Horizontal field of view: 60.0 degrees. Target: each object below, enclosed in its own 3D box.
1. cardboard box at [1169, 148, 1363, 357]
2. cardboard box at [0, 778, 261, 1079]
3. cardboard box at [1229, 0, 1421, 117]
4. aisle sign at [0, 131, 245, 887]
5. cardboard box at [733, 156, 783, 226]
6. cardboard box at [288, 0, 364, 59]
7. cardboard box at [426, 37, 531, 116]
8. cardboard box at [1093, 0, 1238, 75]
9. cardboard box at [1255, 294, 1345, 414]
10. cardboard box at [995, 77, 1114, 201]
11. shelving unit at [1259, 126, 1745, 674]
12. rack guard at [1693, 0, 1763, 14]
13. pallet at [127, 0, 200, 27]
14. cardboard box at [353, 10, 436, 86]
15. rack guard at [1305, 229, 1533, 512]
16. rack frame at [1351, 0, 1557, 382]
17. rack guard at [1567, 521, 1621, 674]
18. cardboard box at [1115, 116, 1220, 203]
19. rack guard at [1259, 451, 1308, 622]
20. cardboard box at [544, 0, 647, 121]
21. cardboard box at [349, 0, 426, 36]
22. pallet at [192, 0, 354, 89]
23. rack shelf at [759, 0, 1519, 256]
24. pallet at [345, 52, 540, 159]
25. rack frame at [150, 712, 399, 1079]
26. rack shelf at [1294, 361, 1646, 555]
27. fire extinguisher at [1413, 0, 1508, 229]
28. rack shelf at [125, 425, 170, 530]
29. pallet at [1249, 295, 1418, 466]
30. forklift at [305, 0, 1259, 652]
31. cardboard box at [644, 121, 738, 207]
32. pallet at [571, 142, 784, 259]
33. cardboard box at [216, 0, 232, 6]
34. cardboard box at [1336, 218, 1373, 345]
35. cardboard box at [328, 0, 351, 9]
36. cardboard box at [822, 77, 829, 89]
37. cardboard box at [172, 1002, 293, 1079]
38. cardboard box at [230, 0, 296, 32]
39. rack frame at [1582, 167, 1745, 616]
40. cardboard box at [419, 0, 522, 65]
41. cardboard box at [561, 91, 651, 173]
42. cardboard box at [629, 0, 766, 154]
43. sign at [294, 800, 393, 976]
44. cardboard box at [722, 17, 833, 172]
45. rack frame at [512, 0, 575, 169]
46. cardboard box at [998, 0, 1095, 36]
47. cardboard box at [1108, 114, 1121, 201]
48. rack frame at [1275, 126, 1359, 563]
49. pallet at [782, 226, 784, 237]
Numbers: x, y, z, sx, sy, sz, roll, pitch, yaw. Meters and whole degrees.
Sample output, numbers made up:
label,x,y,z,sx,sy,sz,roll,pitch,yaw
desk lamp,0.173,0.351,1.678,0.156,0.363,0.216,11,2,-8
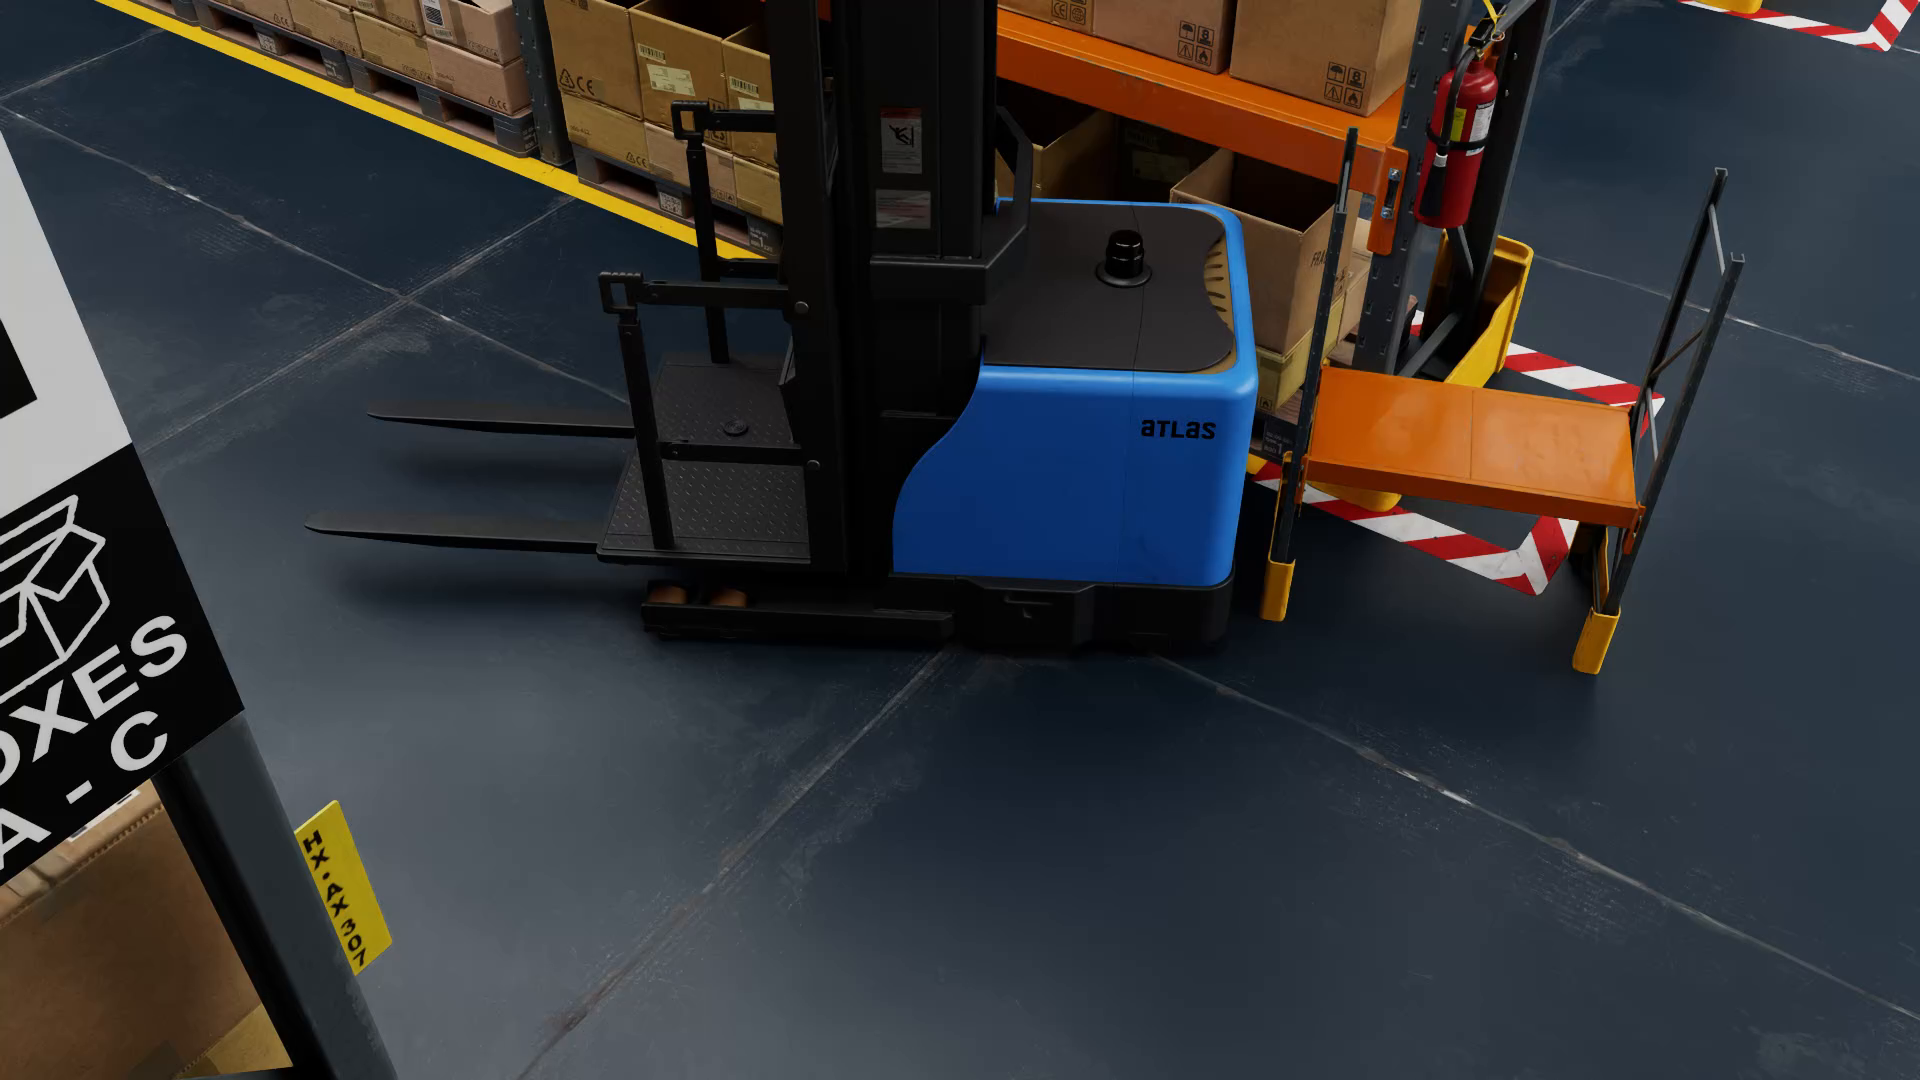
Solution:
label,x,y,z,sx,sy,sz,roll,pitch,yaw
cardboard box,1.059,-1.046,5.854,0.500,0.500,0.500,25,48,25
cardboard box,-1.391,0.536,2.437,0.500,0.500,0.500,25,48,25
cardboard box,1.294,-1.815,5.454,0.500,0.500,0.700,25,48,25
aisle sign,-0.941,0.009,1.541,0.004,0.787,0.394,25,48,25
cardboard box,-0.588,-1.524,6.951,0.500,0.250,0.500,25,48,25
cardboard box,-2.944,-2.646,8.205,0.500,0.250,0.500,26,48,26
cardboard box,-2.112,-2.256,7.769,0.500,0.250,0.500,25,47,25
cardboard box,0.861,-2.014,5.676,0.500,0.500,0.700,26,48,26
cardboard box,1.060,-0.768,6.106,0.500,0.250,0.500,25,48,25
cardboard box,0.232,-1.421,6.273,0.500,0.500,0.500,25,48,25
shelving unit,1.573,-0.406,5.079,1.083,1.500,0.587,9,43,10
rack guard,4.427,-3.367,9.138,0.348,0.500,1.175,25,48,25
pallet,-4.229,-3.279,9.257,1.213,0.211,1.003,25,48,25
cardboard box,-2.525,-2.451,7.986,0.500,0.250,0.500,24,47,25
rack guard,1.688,-0.651,6.103,0.348,0.500,1.175,25,48,25
rack frame,1.669,-1.592,5.280,0.127,3.000,1.000,25,48,25
rack guard,2.057,0.139,5.407,0.087,0.250,0.587,9,43,10
cardboard box,0.947,-1.521,6.385,0.500,0.500,0.500,25,48,25
rack guard,1.090,-0.019,5.584,0.087,0.250,0.587,9,43,10
cardboard box,-1.406,-2.186,7.129,0.500,0.500,0.500,25,48,25
cardboard box,-2.532,-2.659,7.798,0.500,0.311,0.500,26,48,26
pallet,-3.235,-2.812,8.734,1.213,0.211,1.003,25,48,25
rack shelf,0.031,-2.090,6.375,4.000,0.370,1.077,25,48,25
pallet,-2.232,-2.345,8.213,1.213,0.211,1.003,25,48,25
rack frame,-1.173,1.114,2.256,0.127,3.000,1.000,25,48,25
rack shelf,1.582,-0.270,5.197,1.000,0.185,0.538,9,43,10
fire extinguisher,1.499,-1.264,4.972,0.183,0.674,0.296,25,48,25
rack shelf,-2.810,-0.502,2.351,4.000,0.370,1.077,25,48,25
pallet,1.019,-0.823,6.511,1.213,0.211,1.003,25,48,25
forklift,-0.623,-1.122,4.805,3.031,2.935,1.130,3,42,3
cardboard box,-0.994,-1.718,7.168,0.500,0.250,0.500,25,48,25
pallet,-0.979,-1.757,7.555,1.213,0.211,1.003,25,48,25
cardboard box,-3.780,-3.038,8.643,0.500,0.250,0.500,24,47,24
cardboard box,1.357,-1.051,6.422,0.500,0.250,0.500,25,48,25
cardboard box,-2.939,-2.851,8.013,0.500,0.311,0.500,25,47,25
cardboard box,-0.177,-1.613,6.488,0.500,0.500,0.500,25,48,25
cardboard box,-1.390,0.802,2.702,0.500,0.250,0.500,24,47,24
cardboard box,-3.360,-2.842,8.424,0.500,0.250,0.500,26,48,26
rack frame,2.076,-0.324,4.987,0.032,1.500,0.500,9,43,10
cardboard box,-2.102,-2.463,7.580,0.500,0.311,0.500,25,48,25
cardboard box,-1.401,-1.912,7.385,0.500,0.250,0.500,25,48,25
cardboard box,-0.992,-1.999,6.920,0.500,0.500,0.500,25,48,25
sign,-0.861,0.495,2.298,0.005,0.325,0.100,25,48,25
cardboard box,-0.587,-1.804,6.701,0.500,0.500,0.500,25,48,25
rack frame,-1.606,-3.124,6.991,0.127,3.000,1.000,25,48,25
cardboard box,0.458,-2.207,5.892,0.500,0.500,0.700,25,48,26
cardboard box,0.530,-1.705,6.591,0.500,0.500,0.500,25,48,25
rack frame,1.089,-0.485,5.167,0.032,1.500,0.500,9,43,10
pallet,0.024,-1.290,7.034,1.213,0.211,1.003,25,48,25
